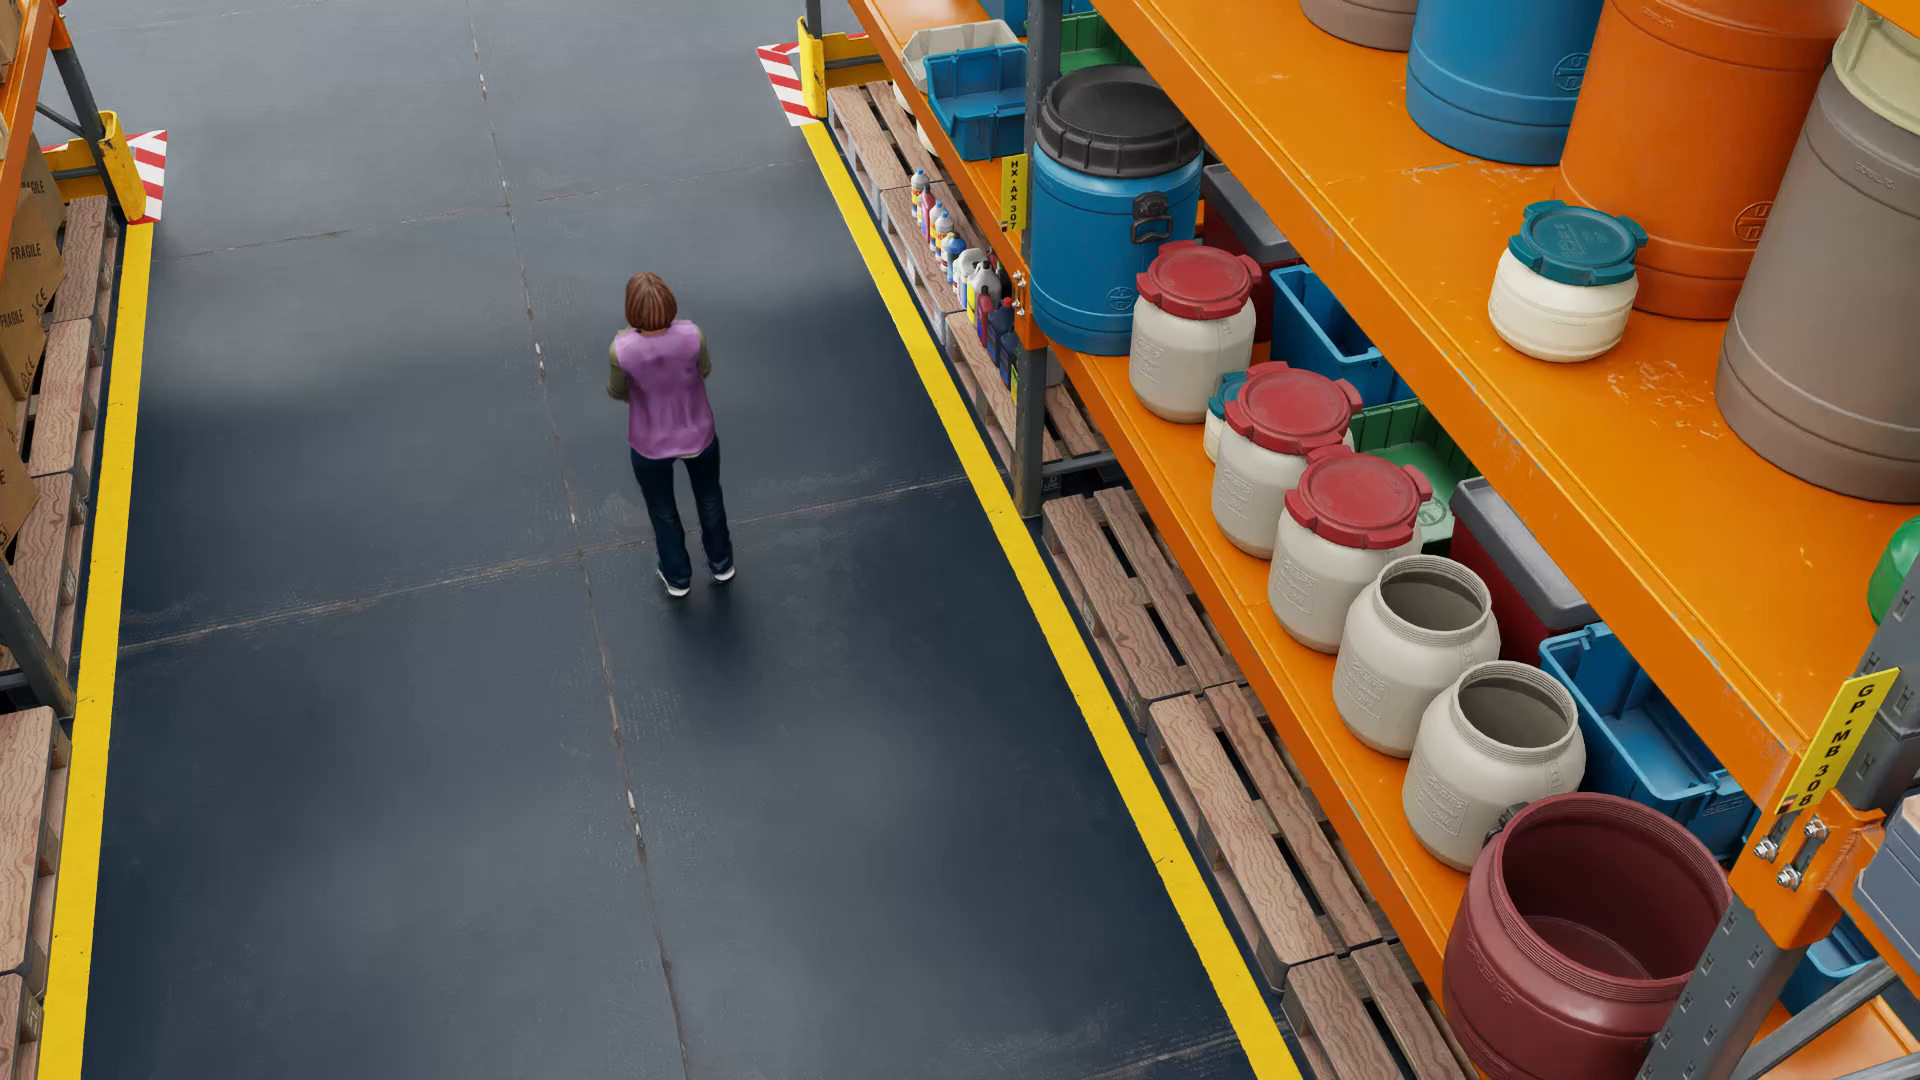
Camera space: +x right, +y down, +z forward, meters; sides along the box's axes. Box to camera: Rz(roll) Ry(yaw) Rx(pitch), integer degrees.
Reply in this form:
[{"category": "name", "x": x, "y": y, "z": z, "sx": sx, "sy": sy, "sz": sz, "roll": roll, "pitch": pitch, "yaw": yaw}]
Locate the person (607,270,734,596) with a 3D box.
[{"category": "person", "x": -1.174, "y": -0.456, "z": 6.656, "sx": 0.414, "sy": 1.599, "sz": 0.473, "roll": -12, "pitch": 44, "yaw": -13}]
